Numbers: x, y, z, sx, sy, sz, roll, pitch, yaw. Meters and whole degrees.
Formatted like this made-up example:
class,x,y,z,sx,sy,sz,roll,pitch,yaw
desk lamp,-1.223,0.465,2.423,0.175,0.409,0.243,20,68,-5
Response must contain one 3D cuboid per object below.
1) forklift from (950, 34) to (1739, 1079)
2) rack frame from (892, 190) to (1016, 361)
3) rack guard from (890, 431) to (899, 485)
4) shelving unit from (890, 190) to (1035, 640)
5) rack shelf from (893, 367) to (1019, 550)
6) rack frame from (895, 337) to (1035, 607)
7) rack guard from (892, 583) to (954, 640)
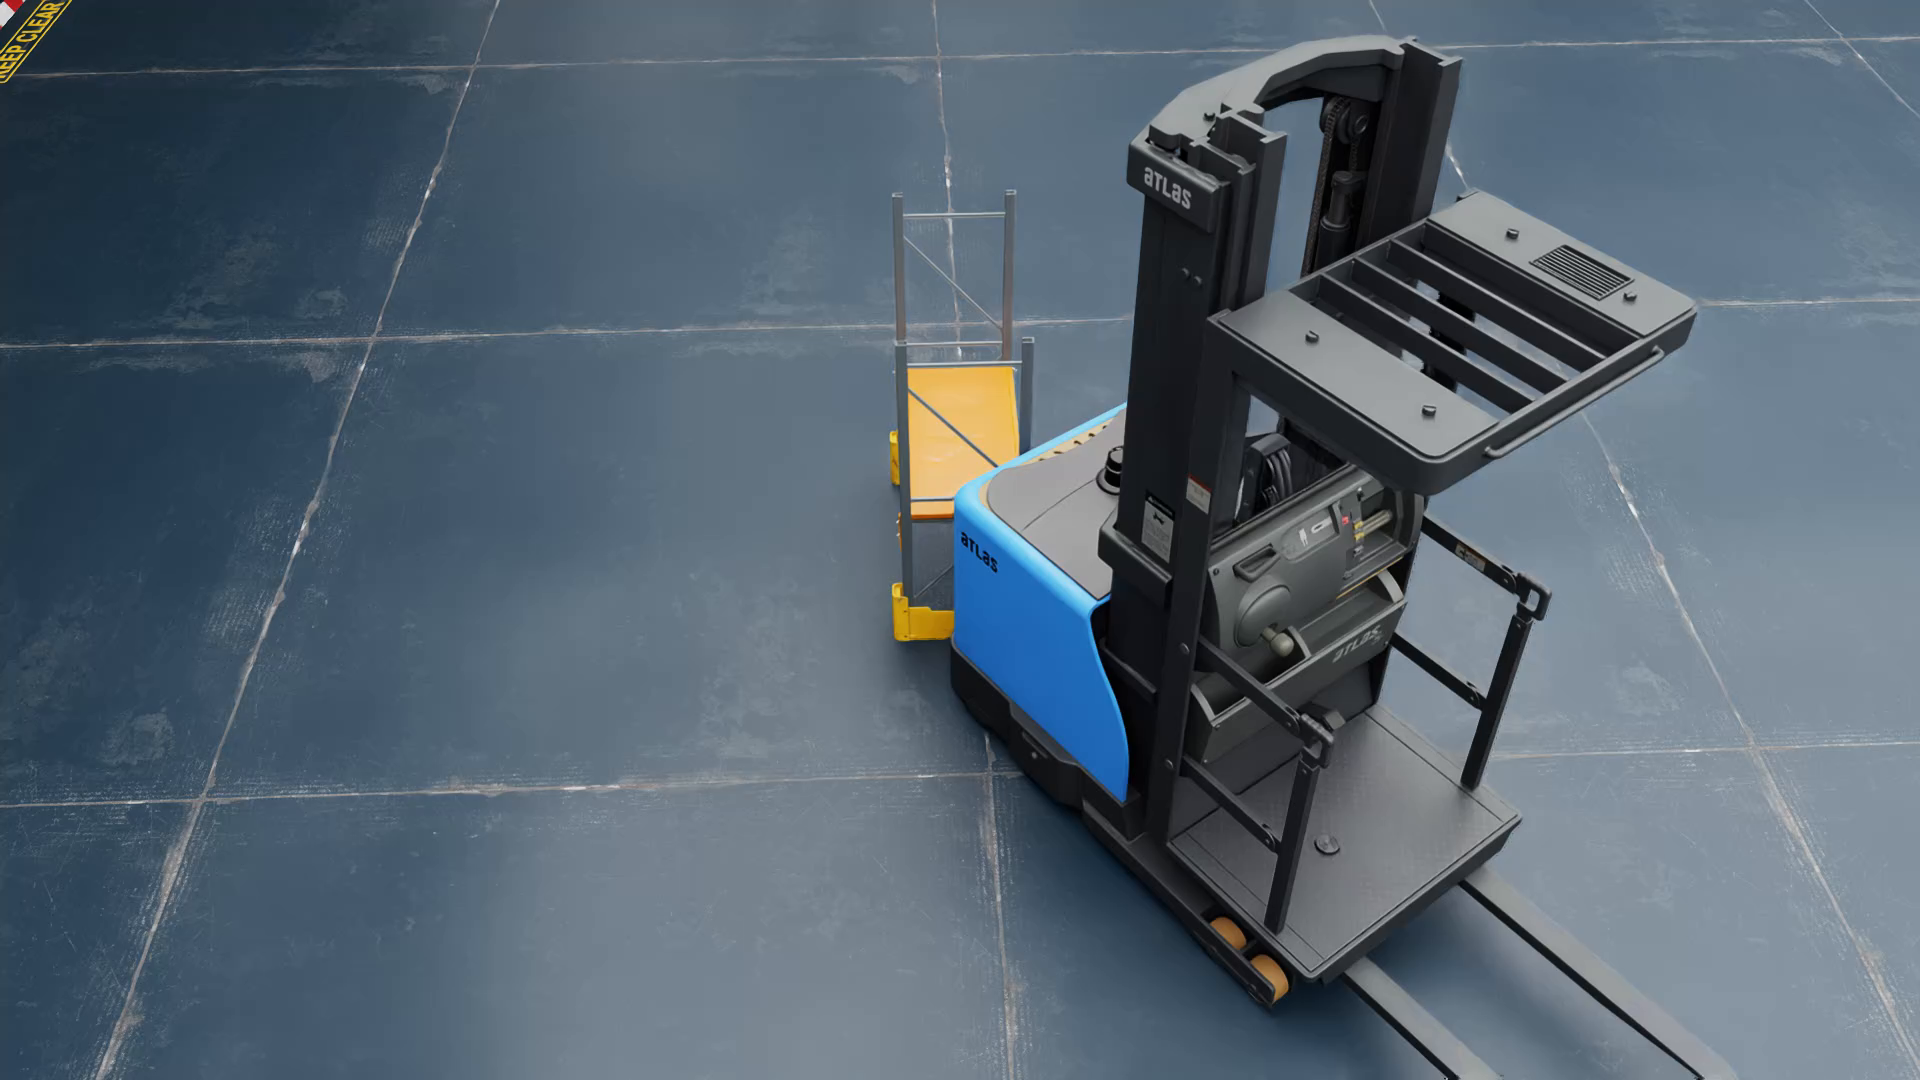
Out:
class,x,y,z,sx,sy,sz,roll,pitch,yaw
forklift,1.260,0.116,5.104,1.130,2.935,3.031,-28,49,-27
rack frame,-0.024,-0.845,7.211,0.500,1.500,0.032,-2,43,-2
rack guard,-0.024,-0.383,7.633,0.587,0.250,0.087,-2,43,-2
shelving unit,-0.004,-0.508,6.844,0.587,1.500,1.083,-2,43,-2
rack shelf,-0.004,-0.369,6.959,0.538,0.185,1.000,-2,43,-2
rack frame,0.017,-0.158,6.463,0.500,1.500,0.032,-2,43,-2
rack guard,0.016,0.289,6.899,0.587,0.250,0.087,-2,43,-2
